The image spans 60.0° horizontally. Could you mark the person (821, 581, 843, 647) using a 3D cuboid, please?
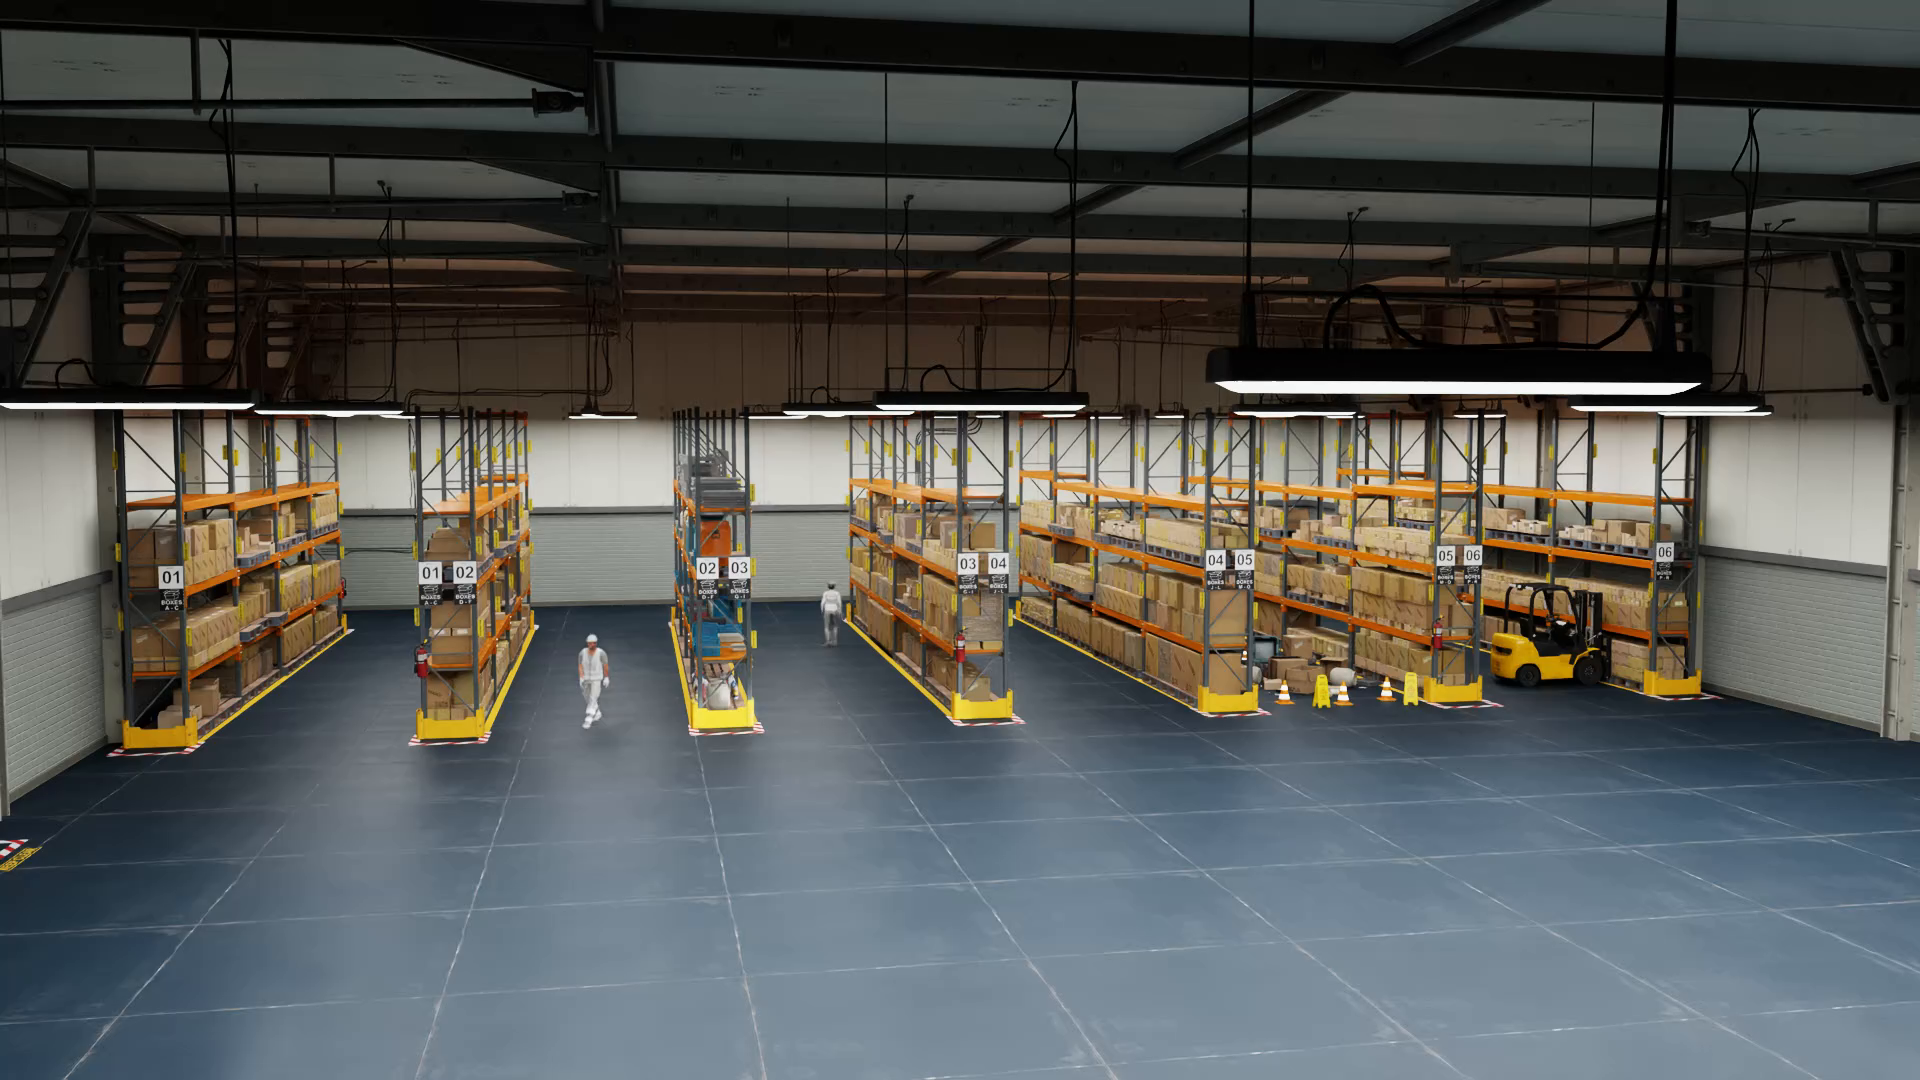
[{"bbox_3d":[-3.276,1.895,42.504,0.555,1.678,0.588,0,4,-1],"label":"person"}]

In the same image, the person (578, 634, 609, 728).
[{"bbox_3d":[-6.939,2.633,31.306,0.525,1.716,1.091,1,4,8],"label":"person"}]
